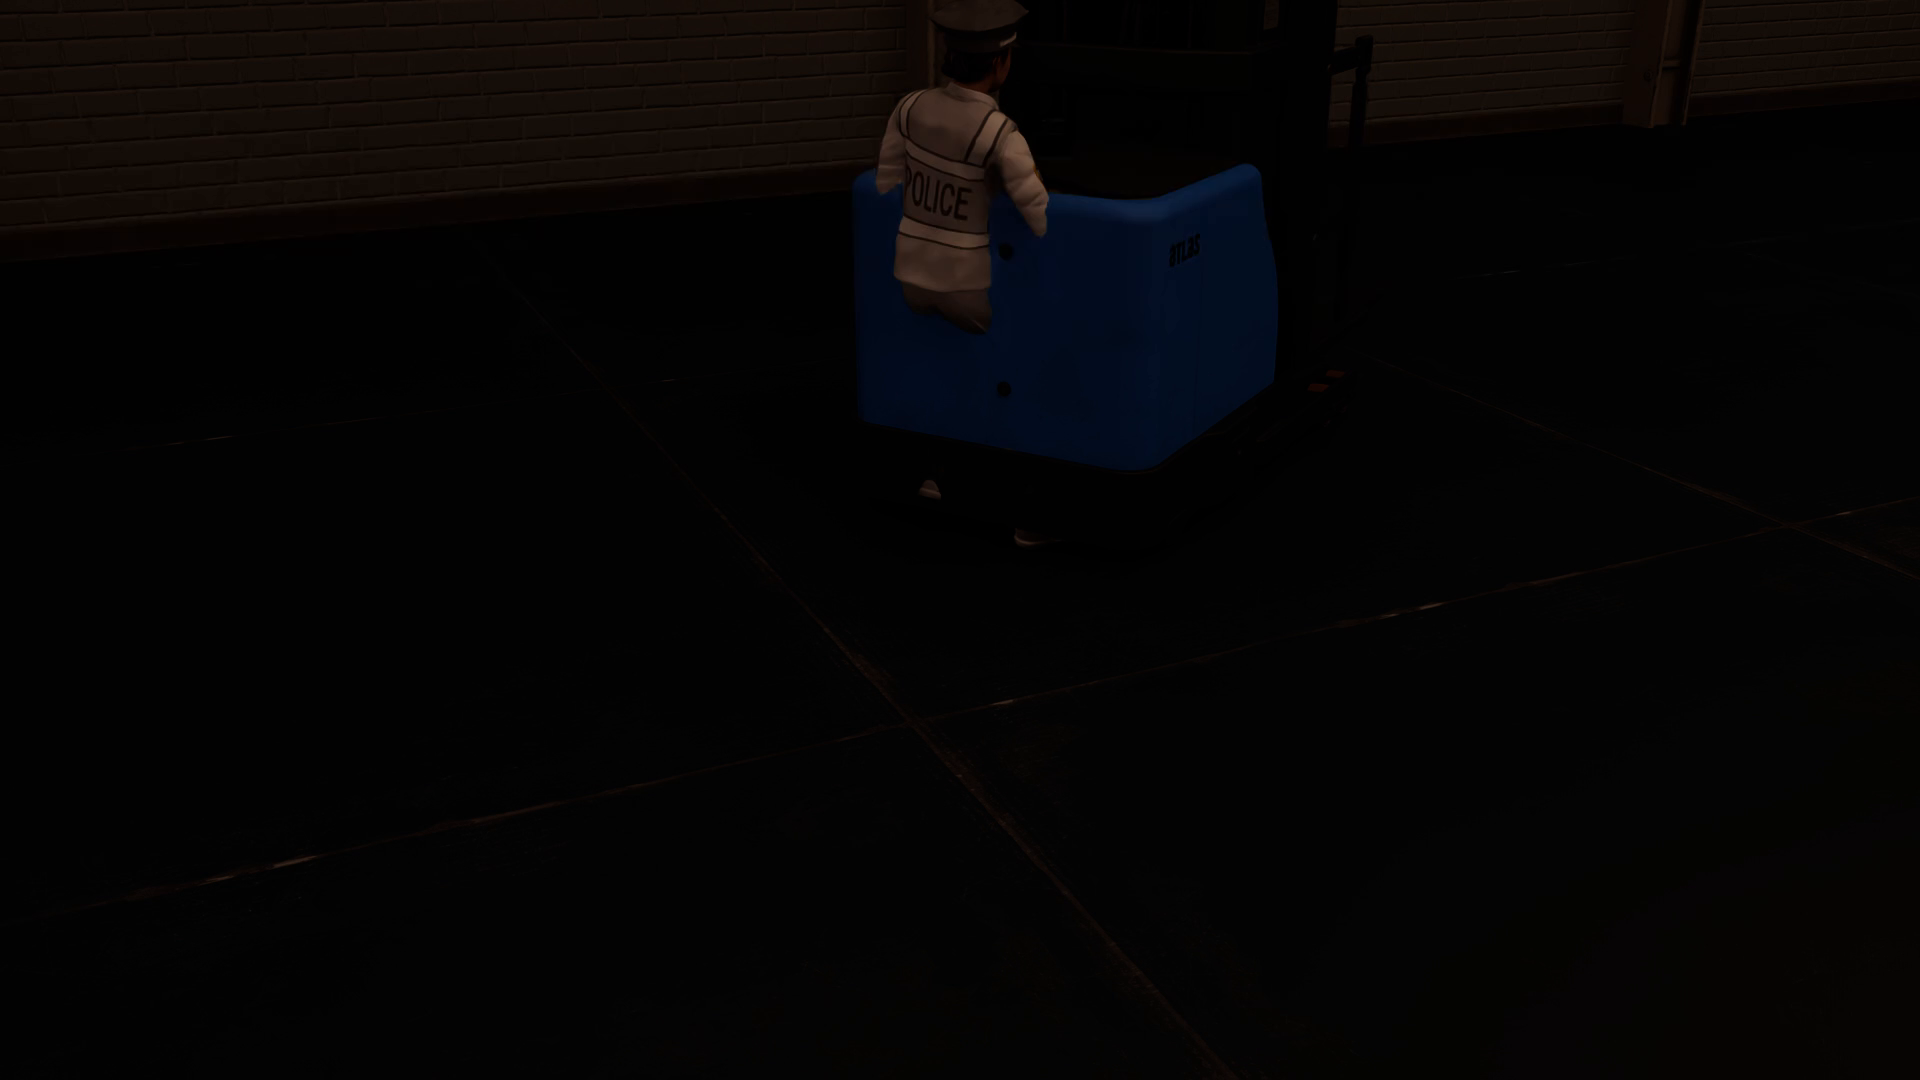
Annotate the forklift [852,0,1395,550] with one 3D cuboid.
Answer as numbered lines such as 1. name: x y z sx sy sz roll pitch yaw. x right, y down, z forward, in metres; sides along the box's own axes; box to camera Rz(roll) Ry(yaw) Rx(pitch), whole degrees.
1. forklift: 0.839 -1.844 5.725 1.130 2.935 3.031 13 26 28

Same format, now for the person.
1. person: 0.092 -0.778 4.914 0.740 1.582 0.432 17 28 34
